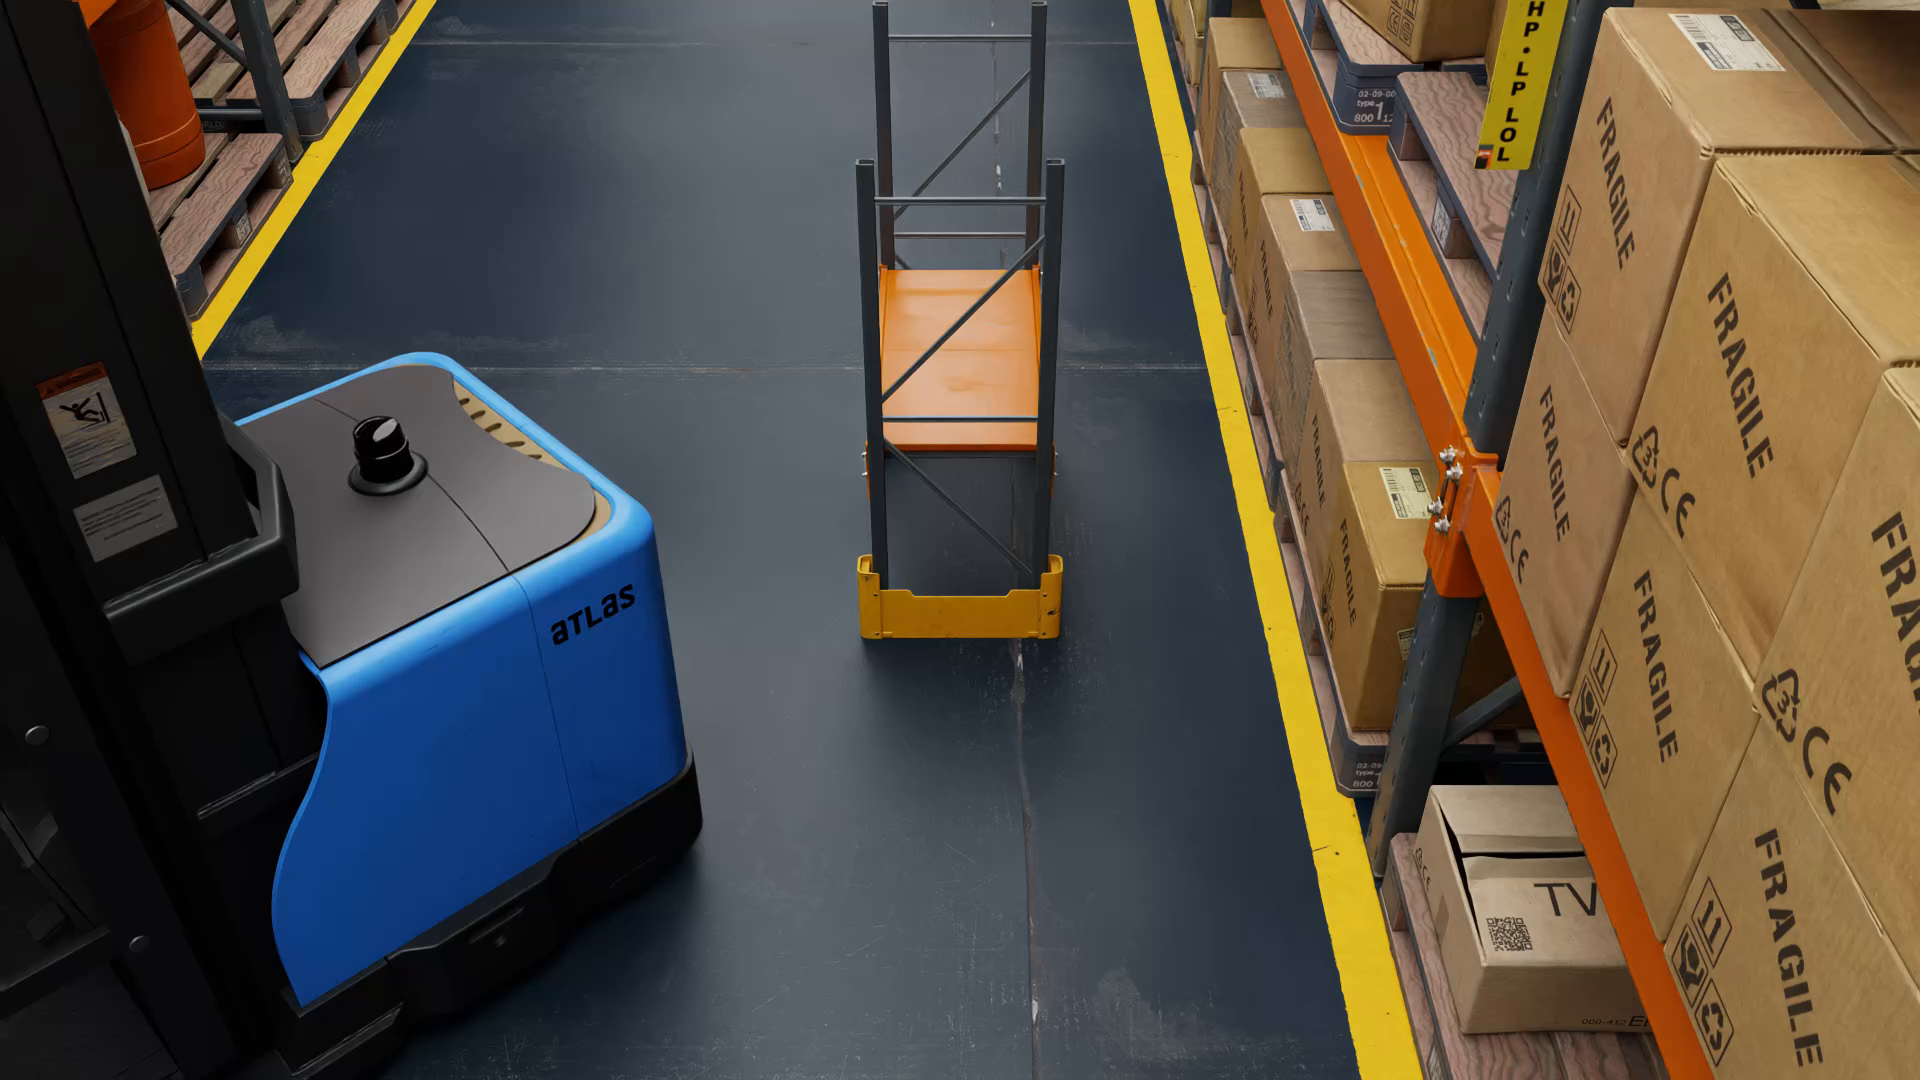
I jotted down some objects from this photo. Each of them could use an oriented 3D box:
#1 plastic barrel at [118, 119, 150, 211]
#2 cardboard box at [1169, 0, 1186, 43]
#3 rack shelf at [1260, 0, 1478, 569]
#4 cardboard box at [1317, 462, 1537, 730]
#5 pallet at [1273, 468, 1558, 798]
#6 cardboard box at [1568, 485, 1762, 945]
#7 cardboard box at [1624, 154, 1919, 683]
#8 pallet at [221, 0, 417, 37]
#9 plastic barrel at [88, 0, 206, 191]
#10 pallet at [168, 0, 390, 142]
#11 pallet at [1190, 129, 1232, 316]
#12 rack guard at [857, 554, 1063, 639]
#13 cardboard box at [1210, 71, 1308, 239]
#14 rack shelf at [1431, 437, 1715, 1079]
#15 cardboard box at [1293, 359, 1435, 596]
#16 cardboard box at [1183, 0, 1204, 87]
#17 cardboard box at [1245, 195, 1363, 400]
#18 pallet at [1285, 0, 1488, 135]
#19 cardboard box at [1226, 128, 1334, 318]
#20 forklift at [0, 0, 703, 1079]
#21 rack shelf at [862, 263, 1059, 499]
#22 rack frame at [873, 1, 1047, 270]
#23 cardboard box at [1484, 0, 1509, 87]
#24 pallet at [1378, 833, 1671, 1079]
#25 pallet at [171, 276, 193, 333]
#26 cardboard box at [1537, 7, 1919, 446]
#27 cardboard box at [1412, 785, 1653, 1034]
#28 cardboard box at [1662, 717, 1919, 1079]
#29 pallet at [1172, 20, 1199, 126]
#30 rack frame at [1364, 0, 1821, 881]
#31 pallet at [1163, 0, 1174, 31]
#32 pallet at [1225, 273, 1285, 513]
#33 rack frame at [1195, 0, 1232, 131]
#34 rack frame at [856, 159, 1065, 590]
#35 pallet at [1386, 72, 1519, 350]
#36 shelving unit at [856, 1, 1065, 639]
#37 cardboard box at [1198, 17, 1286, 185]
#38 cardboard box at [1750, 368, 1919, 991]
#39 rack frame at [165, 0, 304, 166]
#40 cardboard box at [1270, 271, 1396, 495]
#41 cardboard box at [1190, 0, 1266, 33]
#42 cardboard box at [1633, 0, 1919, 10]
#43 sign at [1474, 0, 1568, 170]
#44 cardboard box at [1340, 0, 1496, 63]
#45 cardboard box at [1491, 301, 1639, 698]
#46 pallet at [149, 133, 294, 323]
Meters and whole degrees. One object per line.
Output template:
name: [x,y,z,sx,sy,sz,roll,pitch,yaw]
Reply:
plastic barrel: [-3.310,-1.388,6.237,0.421,0.512,0.421,0,39,0]
cardboard box: [1.287,-2.597,7.955,0.500,0.250,0.500,0,39,-1]
rack shelf: [1.538,-1.324,5.078,1.077,0.370,4.000,0,39,0]
cardboard box: [1.254,0.142,4.322,0.500,0.500,0.500,0,39,0]
pallet: [1.502,0.226,4.799,1.003,0.211,1.213,0,39,0]
cardboard box: [1.273,0.246,2.464,0.500,0.500,0.500,1,39,1]
cardboard box: [1.261,-0.165,2.178,0.500,0.500,0.500,-1,39,-1]
pallet: [-3.378,-3.011,8.839,1.003,0.211,1.213,0,39,0]
plastic barrel: [-3.400,-1.865,6.578,0.600,0.830,0.708,0,39,0]
pallet: [-3.379,-2.250,7.889,1.003,0.211,1.213,0,39,0]
pallet: [1.499,-1.300,6.703,1.003,0.211,1.213,0,39,0]
rack guard: [0.000,0.166,4.843,0.587,0.250,0.087,0,39,0]
cardboard box: [1.257,-1.439,6.294,0.500,0.500,0.500,-1,39,-2]
rack shelf: [1.543,1.178,1.957,1.077,0.370,4.000,0,39,0]
cardboard box: [1.261,-0.167,4.707,0.500,0.500,0.500,0,39,0]
cardboard box: [1.292,-2.275,7.553,0.500,0.250,0.500,1,39,1]
cardboard box: [1.258,-0.799,5.496,0.500,0.500,0.500,-1,39,-2]
pallet: [1.543,-1.564,4.957,1.003,0.211,1.213,0,39,0]
cardboard box: [1.253,-1.125,5.903,0.500,0.500,0.500,-1,39,-1]
forklift: [-2.073,0.050,2.843,3.031,2.935,1.130,-30,48,-32]
rack shelf: [0.000,-0.498,4.960,0.538,0.185,1.000,0,39,0]
rack frame: [-0.001,-0.957,5.244,0.500,1.500,0.032,0,39,0]
cardboard box: [1.700,-1.283,4.037,0.700,0.500,0.500,6,39,7]
pallet: [1.541,1.164,3.629,1.003,0.211,1.213,0,39,0]
pallet: [-3.376,-0.512,5.720,1.003,0.211,1.213,0,39,0]
cardboard box: [1.260,-0.488,2.581,0.500,0.500,0.500,1,39,1]
cardboard box: [1.325,0.786,3.668,0.500,0.311,0.500,0,39,0]
cardboard box: [1.271,0.559,2.074,0.500,0.500,0.500,0,39,0]
pallet: [1.574,-2.282,7.929,1.003,0.211,1.213,0,39,0]
rack frame: [1.541,-0.354,3.293,1.000,3.000,0.127,0,39,0]
pallet: [1.576,-3.043,8.878,1.003,0.211,1.213,0,39,0]
pallet: [1.498,-0.539,5.754,1.003,0.211,1.213,0,39,0]
rack frame: [1.536,-2.855,6.414,1.000,3.000,0.127,0,39,0]
rack frame: [0.000,-0.321,4.451,0.500,1.500,0.032,0,39,0]
pallet: [1.649,-0.779,3.976,1.003,0.211,1.213,0,39,0]
shelving unit: [0.000,-0.633,4.840,0.587,1.500,1.083,0,39,0]
cardboard box: [1.251,-1.767,6.703,0.500,0.500,0.500,2,39,2]
cardboard box: [1.261,0.156,1.777,0.500,0.500,0.500,-1,39,-1]
rack frame: [-3.417,-2.854,6.413,1.000,3.000,0.127,0,39,0]
cardboard box: [1.261,-0.481,5.099,0.500,0.500,0.500,0,39,1]
cardboard box: [1.289,-2.492,7.376,0.500,0.311,0.500,1,39,1]
cardboard box: [1.764,-0.853,3.500,0.700,0.500,0.500,-13,40,-15]
sign: [0.986,-0.803,2.927,0.100,0.325,0.005,0,39,0]
cardboard box: [1.477,-1.661,4.509,0.700,0.500,0.500,-9,40,-11]
cardboard box: [1.269,-0.074,2.863,0.500,0.500,0.500,1,39,1]
pallet: [-3.375,-1.273,6.669,1.003,0.211,1.213,0,39,0]
